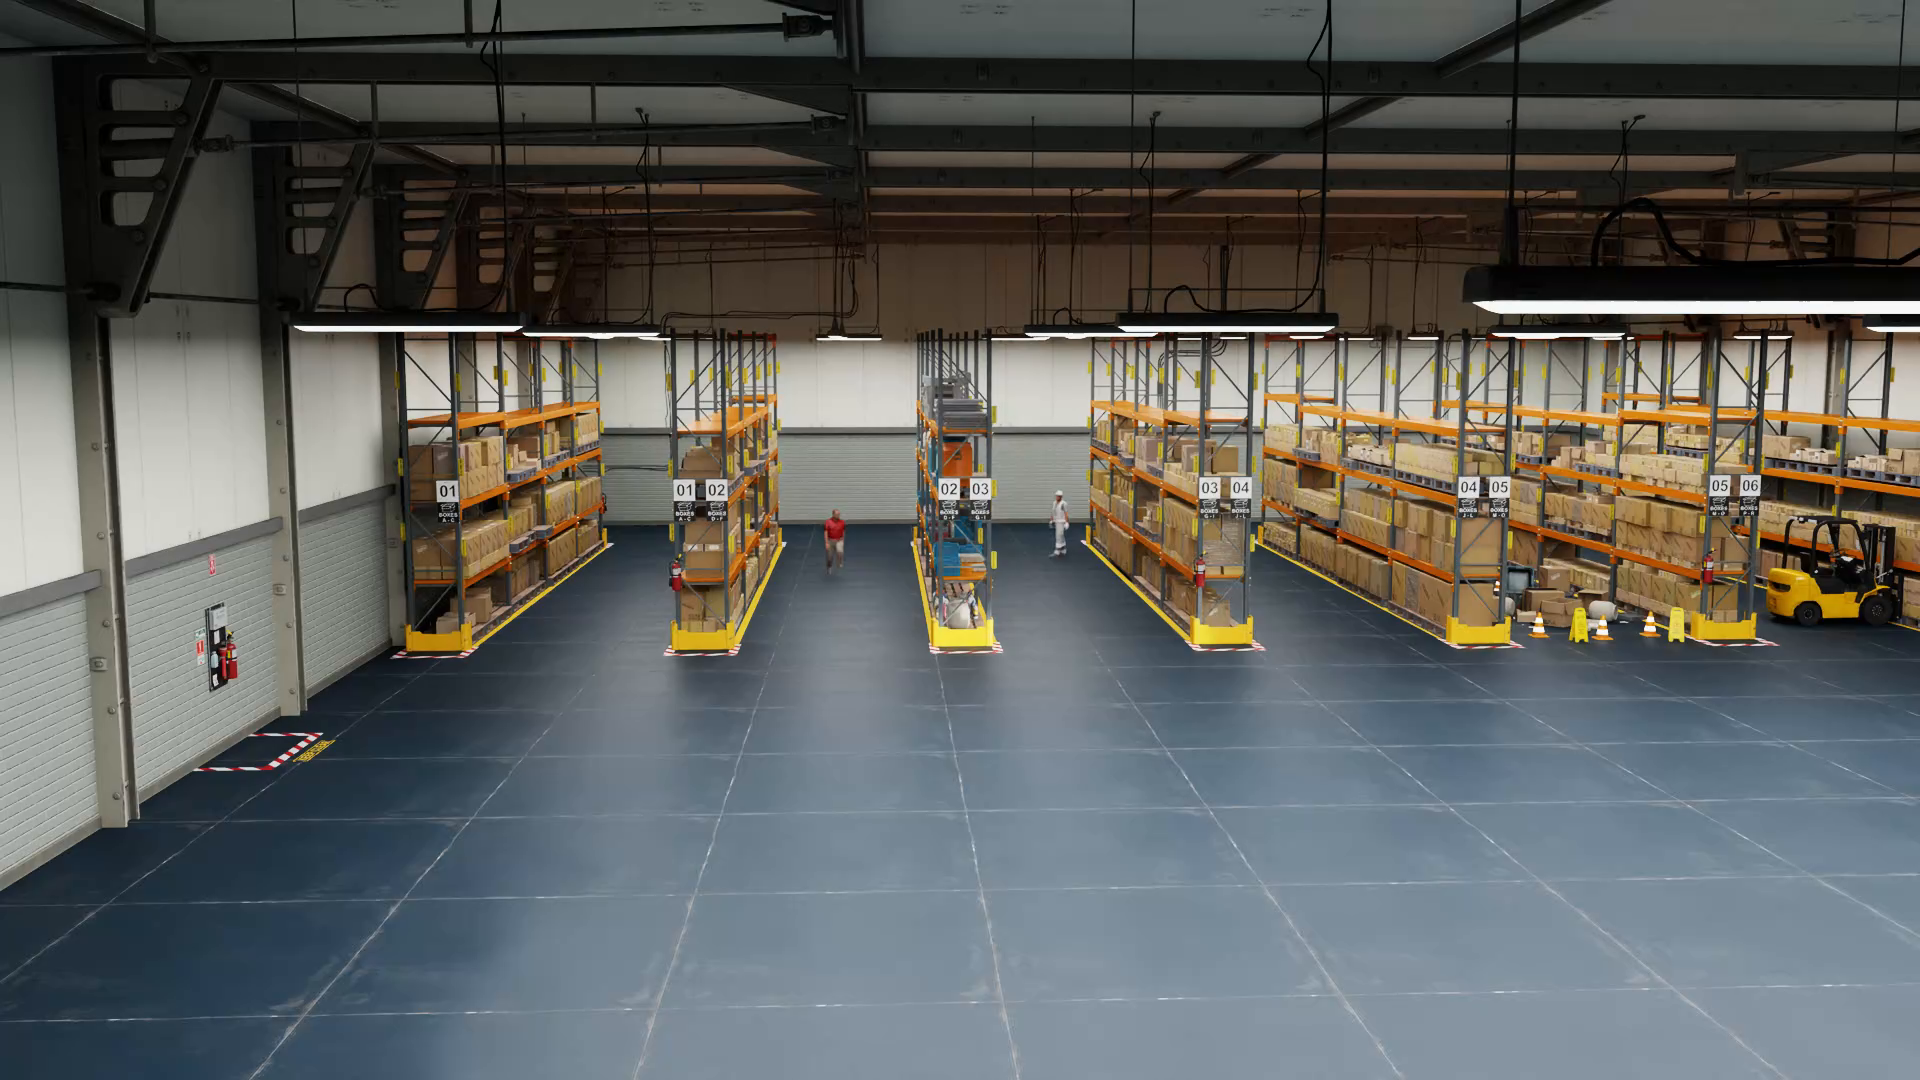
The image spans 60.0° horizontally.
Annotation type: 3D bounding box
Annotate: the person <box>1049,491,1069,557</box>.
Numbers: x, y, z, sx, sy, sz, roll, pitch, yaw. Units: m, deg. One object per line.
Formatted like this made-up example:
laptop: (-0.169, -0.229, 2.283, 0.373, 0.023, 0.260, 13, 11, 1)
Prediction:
person: (2.595, -0.446, 44.852, 0.631, 1.784, 0.548, -3, 7, -23)

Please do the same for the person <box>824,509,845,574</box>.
person: (-3.065, 0.055, 40.748, 0.515, 1.640, 0.917, -1, 7, -6)

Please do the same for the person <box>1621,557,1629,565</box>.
person: (16.146, 0.173, 40.275, 0.395, 1.655, 0.478, 3, 7, 26)
